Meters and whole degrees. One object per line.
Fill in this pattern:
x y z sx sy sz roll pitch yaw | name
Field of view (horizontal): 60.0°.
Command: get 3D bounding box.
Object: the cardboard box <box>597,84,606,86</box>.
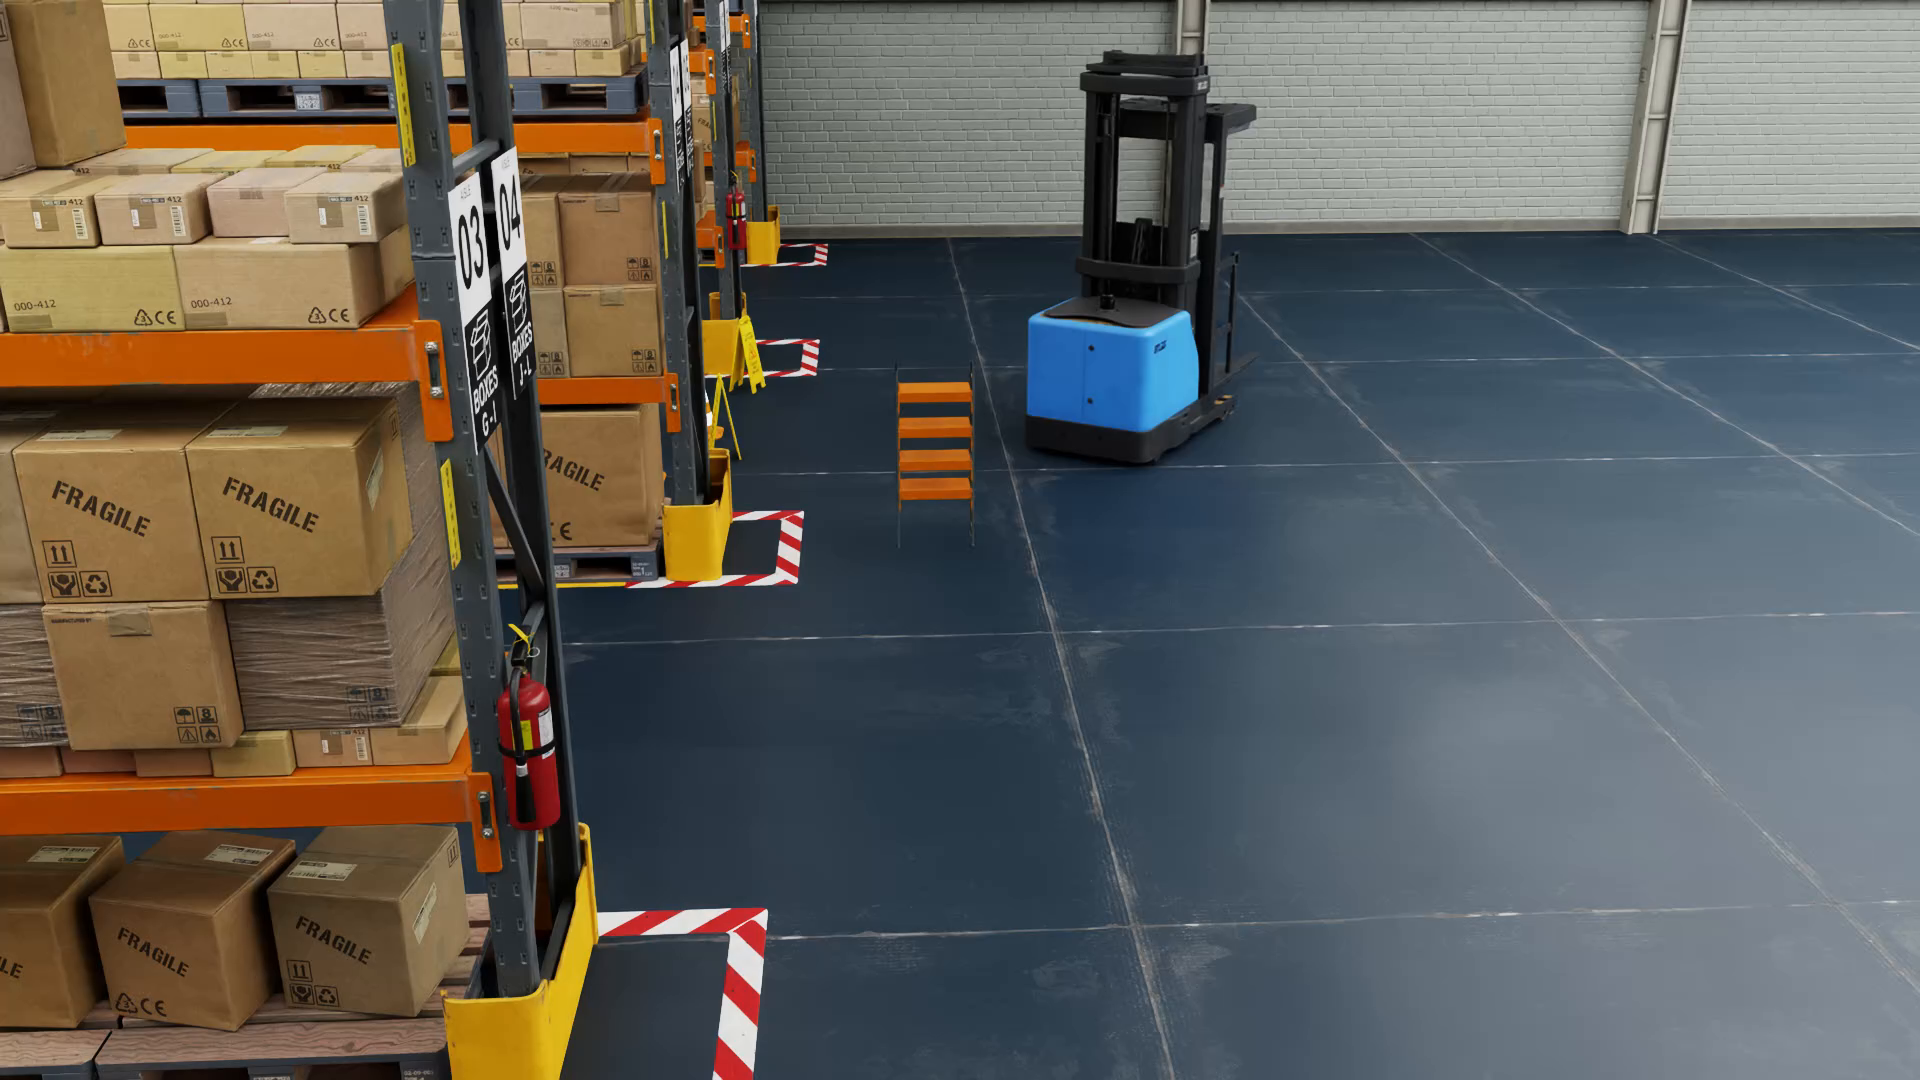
-4.020 -5.215 19.131 0.250 0.149 0.380 -1 21 -2 | cardboard box

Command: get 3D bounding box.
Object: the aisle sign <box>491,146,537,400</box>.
-1.508 -0.909 5.638 0.004 0.787 0.394 -1 21 -3 | aisle sign

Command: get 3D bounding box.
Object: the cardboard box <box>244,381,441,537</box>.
-2.117 -0.324 5.794 0.500 0.500 0.500 -1 21 -3 | cardboard box

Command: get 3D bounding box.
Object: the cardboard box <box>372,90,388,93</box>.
-5.149 -3.612 14.430 0.500 0.500 0.700 -1 21 -3 | cardboard box

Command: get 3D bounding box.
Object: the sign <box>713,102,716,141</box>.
-2.107 -3.597 14.283 0.005 0.325 0.100 -1 21 -3 | sign

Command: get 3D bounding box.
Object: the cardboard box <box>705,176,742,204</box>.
-2.848 -4.128 19.616 0.500 0.250 0.500 0 21 -1 | cardboard box

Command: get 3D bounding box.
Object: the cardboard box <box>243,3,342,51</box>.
-3.712 -2.925 9.433 0.500 0.250 0.500 -1 21 -3 | cardboard box

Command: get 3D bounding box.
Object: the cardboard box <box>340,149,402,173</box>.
-1.841 -1.180 5.440 0.250 0.149 0.380 -1 21 -3 | cardboard box

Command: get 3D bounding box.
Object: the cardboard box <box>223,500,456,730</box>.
-2.103 0.230 5.743 0.500 0.500 0.875 -1 21 -3 | cardboard box

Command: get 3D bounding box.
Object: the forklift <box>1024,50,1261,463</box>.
1.660 -2.424 13.369 1.130 2.935 3.031 11 24 27 | forklift

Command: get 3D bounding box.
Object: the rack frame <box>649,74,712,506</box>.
-1.735 -1.350 10.451 0.127 3.000 1.000 -1 21 -3 | rack frame

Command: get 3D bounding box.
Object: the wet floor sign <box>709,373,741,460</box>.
-1.819 -0.953 12.718 0.232 0.644 0.267 -5 21 -12 | wet floor sign

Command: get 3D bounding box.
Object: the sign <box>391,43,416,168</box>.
-1.541 -1.204 4.607 0.005 0.325 0.100 -1 21 -3 | sign

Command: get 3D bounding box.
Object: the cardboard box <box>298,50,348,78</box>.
-3.570 -2.719 9.454 0.250 0.149 0.380 -1 21 -2 | cardboard box

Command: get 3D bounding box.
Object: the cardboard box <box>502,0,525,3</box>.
-2.557 -3.113 9.367 0.250 0.149 0.380 -1 21 -2 | cardboard box

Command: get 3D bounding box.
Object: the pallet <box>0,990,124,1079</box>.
-3.657 1.747 6.237 1.213 0.211 1.003 -1 21 -3 | pallet

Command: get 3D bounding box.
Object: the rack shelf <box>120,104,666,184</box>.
-3.732 -2.375 9.938 4.000 0.370 1.077 -1 21 -3 | rack shelf

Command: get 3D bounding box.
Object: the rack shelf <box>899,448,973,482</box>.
-0.165 -0.495 10.923 0.480 0.148 0.258 -1 21 -3 | rack shelf

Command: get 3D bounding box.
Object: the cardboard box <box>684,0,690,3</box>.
-2.439 -4.651 14.139 0.250 0.149 0.380 -1 21 -3 | cardboard box

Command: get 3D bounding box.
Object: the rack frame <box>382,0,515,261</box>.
-1.553 -2.390 4.750 0.127 3.000 1.000 -1 21 -3 | rack frame

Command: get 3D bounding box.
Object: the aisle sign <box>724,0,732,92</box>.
-2.074 -4.432 14.894 0.004 0.787 0.394 -1 21 -3 | aisle sign

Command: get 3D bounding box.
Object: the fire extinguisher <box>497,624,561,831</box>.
-1.412 0.612 5.407 0.183 0.674 0.296 -1 21 -3 | fire extinguisher

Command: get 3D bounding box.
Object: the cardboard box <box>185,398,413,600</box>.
-2.088 -0.140 5.309 0.500 0.500 0.500 -1 21 -3 | cardboard box

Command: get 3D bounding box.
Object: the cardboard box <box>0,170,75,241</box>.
-2.849 -1.005 4.980 0.250 0.149 0.380 -1 21 -2 | cardboard box

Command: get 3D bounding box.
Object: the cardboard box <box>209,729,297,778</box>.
-2.322 0.639 5.580 0.250 0.149 0.380 -1 21 -3 | cardboard box

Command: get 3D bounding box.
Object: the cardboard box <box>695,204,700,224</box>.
-2.480 -2.905 14.889 0.250 0.149 0.380 0 21 -1 | cardboard box

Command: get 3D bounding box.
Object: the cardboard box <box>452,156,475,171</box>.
-4.152 -3.162 14.652 0.500 0.500 0.500 -1 21 -2 | cardboard box

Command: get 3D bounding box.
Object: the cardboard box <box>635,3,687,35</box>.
-2.614 -4.471 14.225 0.500 0.250 0.500 -1 21 -4 | cardboard box

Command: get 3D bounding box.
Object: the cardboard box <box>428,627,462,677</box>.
-1.851 0.453 6.069 0.250 0.149 0.380 -1 21 -3 | cardboard box

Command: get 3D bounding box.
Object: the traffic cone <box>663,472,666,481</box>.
-2.346 -0.658 12.199 0.334 0.463 0.336 -1 21 -3 | traffic cone

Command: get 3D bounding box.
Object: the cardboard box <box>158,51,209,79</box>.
-4.330 -2.704 9.414 0.250 0.149 0.380 -1 21 -4 | cardboard box

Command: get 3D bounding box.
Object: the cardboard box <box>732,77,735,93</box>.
-2.751 -5.276 19.293 0.250 0.149 0.380 -1 21 -3 | cardboard box

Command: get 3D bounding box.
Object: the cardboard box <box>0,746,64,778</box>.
-3.073 0.642 5.572 0.250 0.149 0.380 -1 21 -3 | cardboard box

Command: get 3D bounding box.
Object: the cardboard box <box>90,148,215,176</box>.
-2.626 -1.180 5.440 0.250 0.149 0.380 0 21 -1 | cardboard box

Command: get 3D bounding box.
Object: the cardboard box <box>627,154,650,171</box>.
-2.645 -3.183 14.707 0.500 0.500 0.500 -2 21 -4 | cardboard box

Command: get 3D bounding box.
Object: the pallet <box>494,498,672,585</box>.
-2.529 -0.003 10.831 1.213 0.211 1.003 -1 21 -3 | pallet

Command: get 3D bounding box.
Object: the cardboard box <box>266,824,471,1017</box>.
-2.177 1.393 6.170 0.500 0.500 0.500 3 21 7 | cardboard box

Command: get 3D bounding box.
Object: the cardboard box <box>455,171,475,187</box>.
-3.218 -1.924 10.230 0.550 0.550 0.875 -1 21 -3 | cardboard box

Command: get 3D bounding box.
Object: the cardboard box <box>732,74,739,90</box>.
-2.753 -5.427 19.690 0.250 0.149 0.380 -2 21 -4 | cardboard box

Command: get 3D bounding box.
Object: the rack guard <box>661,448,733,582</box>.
-1.711 -0.182 10.897 0.348 0.500 1.175 -1 21 -3 | rack guard

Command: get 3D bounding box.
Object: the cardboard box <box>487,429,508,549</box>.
-3.287 -0.497 10.607 0.875 0.875 0.875 -1 21 -4 | cardboard box

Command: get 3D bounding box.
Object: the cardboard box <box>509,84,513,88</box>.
-5.033 -5.207 19.113 0.250 0.149 0.380 -1 21 -4 | cardboard box

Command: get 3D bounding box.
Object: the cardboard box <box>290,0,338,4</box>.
-3.575 -3.092 9.311 0.250 0.149 0.380 -1 21 -3 | cardboard box

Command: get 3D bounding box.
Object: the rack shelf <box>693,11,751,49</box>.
-4.402 -5.894 19.182 4.000 0.370 1.077 -1 21 -3 | rack shelf

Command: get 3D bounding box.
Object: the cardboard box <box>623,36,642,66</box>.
-2.096 -2.984 10.150 0.250 0.149 0.380 -1 21 -3 | cardboard box

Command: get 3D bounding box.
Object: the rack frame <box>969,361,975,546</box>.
0.078 -0.562 10.912 0.015 1.200 0.240 -1 21 -3 | rack frame

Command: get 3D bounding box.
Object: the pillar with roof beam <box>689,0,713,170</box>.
-2.906 -6.450 15.415 0.400 9.000 9.100 -1 21 -3 | pillar with roof beam

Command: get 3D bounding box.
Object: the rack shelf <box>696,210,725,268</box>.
-4.115 -2.729 15.085 4.000 0.370 1.077 -1 21 -3 | rack shelf

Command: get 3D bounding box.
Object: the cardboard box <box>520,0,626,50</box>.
-2.208 -2.954 9.511 0.500 0.250 0.500 -1 21 -2 | cardboard box

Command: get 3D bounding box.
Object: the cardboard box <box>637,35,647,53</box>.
-2.705 -4.267 14.251 0.250 0.149 0.380 -1 21 -3 | cardboard box

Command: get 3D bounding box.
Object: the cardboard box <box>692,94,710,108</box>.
-2.989 -5.097 19.240 0.250 0.149 0.380 -1 21 -2 | cardboard box

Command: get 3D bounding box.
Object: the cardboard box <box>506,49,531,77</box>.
-2.556 -2.740 9.508 0.250 0.149 0.380 -1 21 -2 | cardboard box

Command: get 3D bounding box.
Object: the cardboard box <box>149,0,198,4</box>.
-4.328 -3.077 9.272 0.250 0.149 0.380 -1 21 -2 | cardboard box

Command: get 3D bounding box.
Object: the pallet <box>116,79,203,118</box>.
-4.911 -2.642 9.753 1.213 0.211 1.003 -1 21 -3 | pallet

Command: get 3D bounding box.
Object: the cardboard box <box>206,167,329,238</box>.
-2.079 -1.024 5.029 0.250 0.149 0.380 -2 21 -5 | cardboard box

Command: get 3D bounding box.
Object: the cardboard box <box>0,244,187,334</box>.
-2.518 -0.806 5.018 0.500 0.250 0.500 -1 21 -3 | cardboard box

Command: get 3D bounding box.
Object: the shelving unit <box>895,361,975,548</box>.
-0.165 -0.557 10.899 0.503 1.200 0.258 -1 21 -3 | shelving unit

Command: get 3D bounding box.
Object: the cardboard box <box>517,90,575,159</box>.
-3.625 -3.617 14.441 0.500 0.500 0.700 -1 21 -4 | cardboard box
